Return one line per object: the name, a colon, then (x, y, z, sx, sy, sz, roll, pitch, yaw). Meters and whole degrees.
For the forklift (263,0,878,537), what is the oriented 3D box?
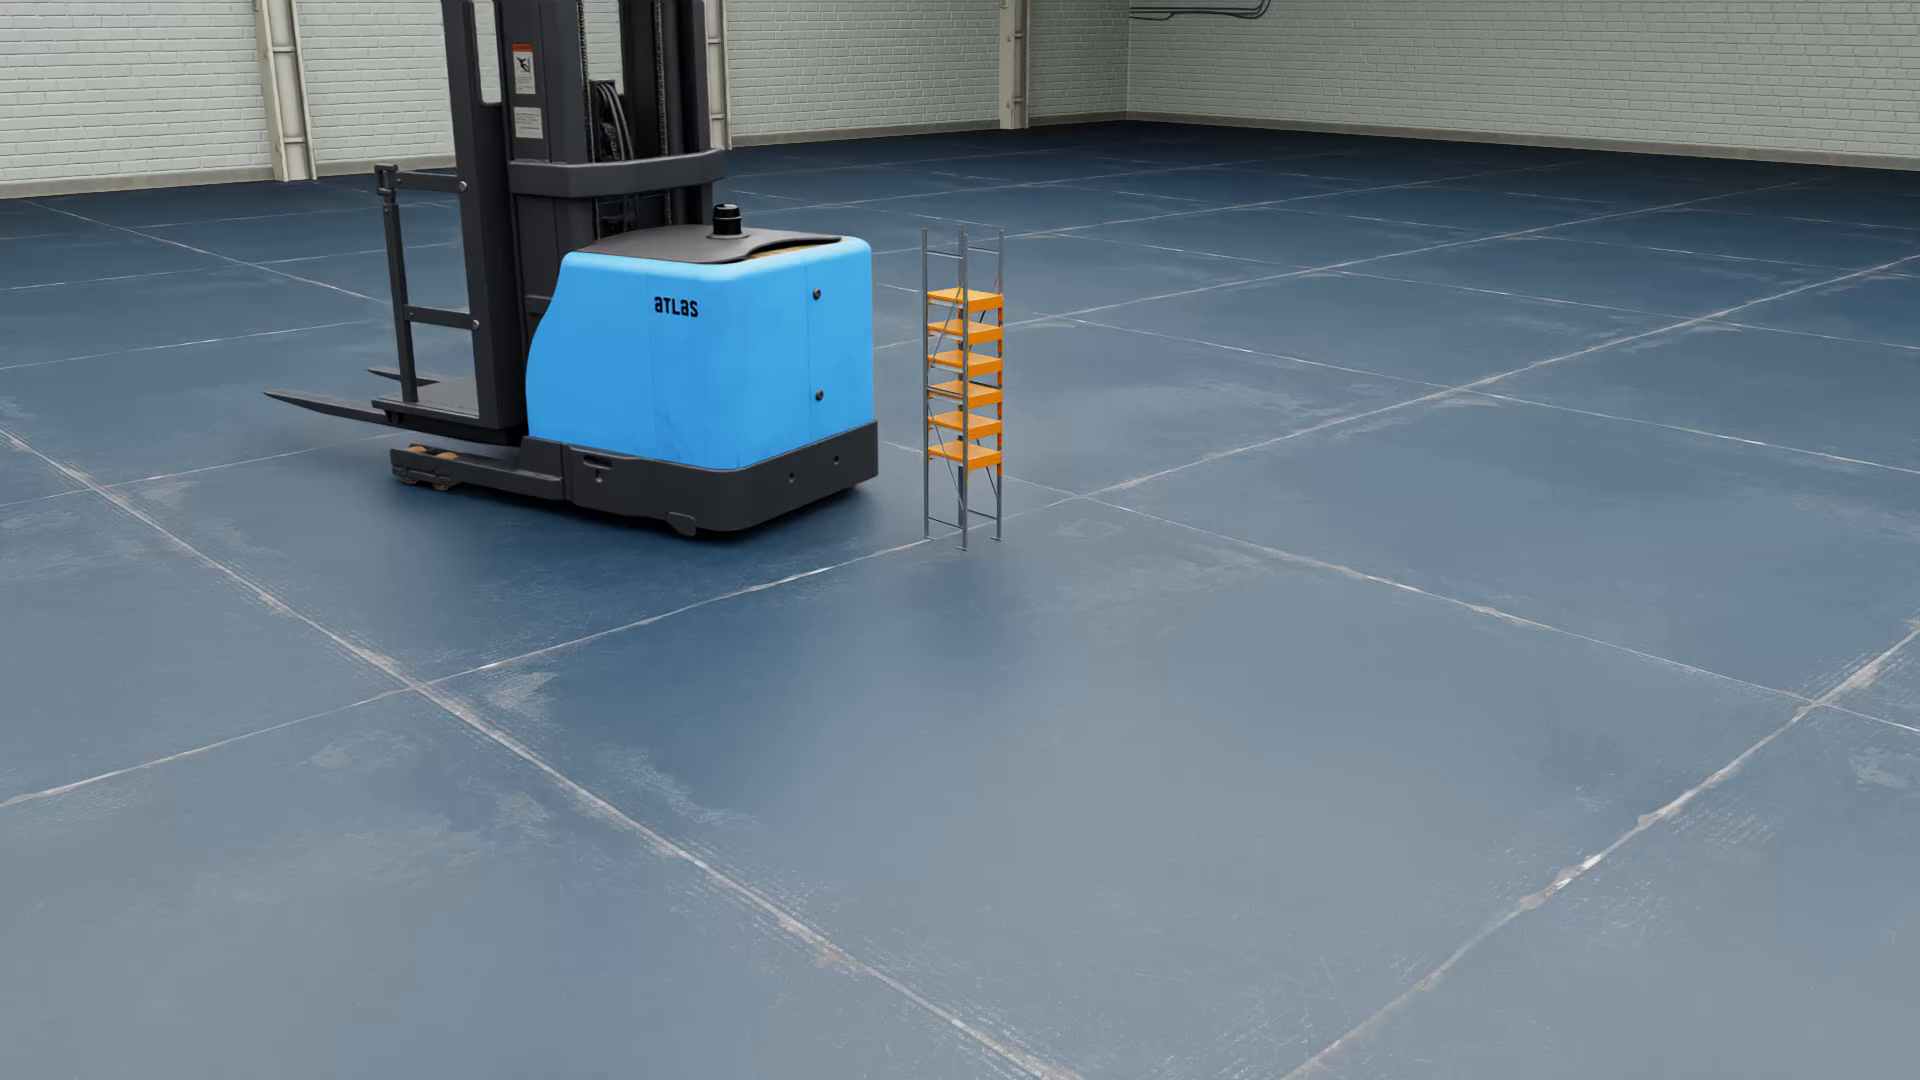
forklift: (-1.871, -1.729, 7.067, 3.031, 2.935, 1.130, 11, 21, 30)

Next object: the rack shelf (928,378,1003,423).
rack shelf: (0.011, -0.532, 6.323, 0.180, 0.103, 0.258, -16, 24, -41)

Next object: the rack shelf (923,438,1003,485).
rack shelf: (0.011, -0.303, 6.397, 0.180, 0.103, 0.258, -16, 24, -41)

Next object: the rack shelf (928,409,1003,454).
rack shelf: (0.011, -0.417, 6.360, 0.180, 0.103, 0.258, -16, 24, -41)

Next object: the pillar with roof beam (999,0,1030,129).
pillar with roof beam: (3.844, -10.112, 23.081, 0.400, 9.000, 9.100, -16, 24, -41)

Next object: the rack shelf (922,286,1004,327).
rack shelf: (0.011, -0.874, 6.212, 0.180, 0.103, 0.258, -16, 24, -41)

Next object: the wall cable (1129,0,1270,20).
wall cable: (3.935, -9.927, 27.547, 0.112, 2.526, 3.097, -16, 24, -41)

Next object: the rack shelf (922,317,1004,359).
rack shelf: (0.011, -0.760, 6.249, 0.180, 0.103, 0.258, -16, 24, -41)

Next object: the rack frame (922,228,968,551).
rack frame: (-0.056, -0.554, 6.249, 0.006, 1.200, 0.240, -16, 24, -41)

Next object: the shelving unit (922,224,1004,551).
shelving unit: (0.011, -0.574, 6.309, 0.189, 1.200, 0.258, -16, 24, -41)

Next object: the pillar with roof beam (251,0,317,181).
pillar with roof beam: (-4.876, -7.569, 15.238, 0.400, 9.000, 9.100, -16, 24, -41)

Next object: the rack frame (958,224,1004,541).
rack frame: (0.077, -0.593, 6.369, 0.006, 1.200, 0.240, -16, 24, -41)

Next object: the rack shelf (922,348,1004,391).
rack shelf: (0.011, -0.646, 6.286, 0.180, 0.103, 0.258, -16, 24, -41)

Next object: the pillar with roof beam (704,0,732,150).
pillar with roof beam: (-0.516, -8.840, 19.160, 0.400, 9.000, 9.100, -16, 24, -41)
